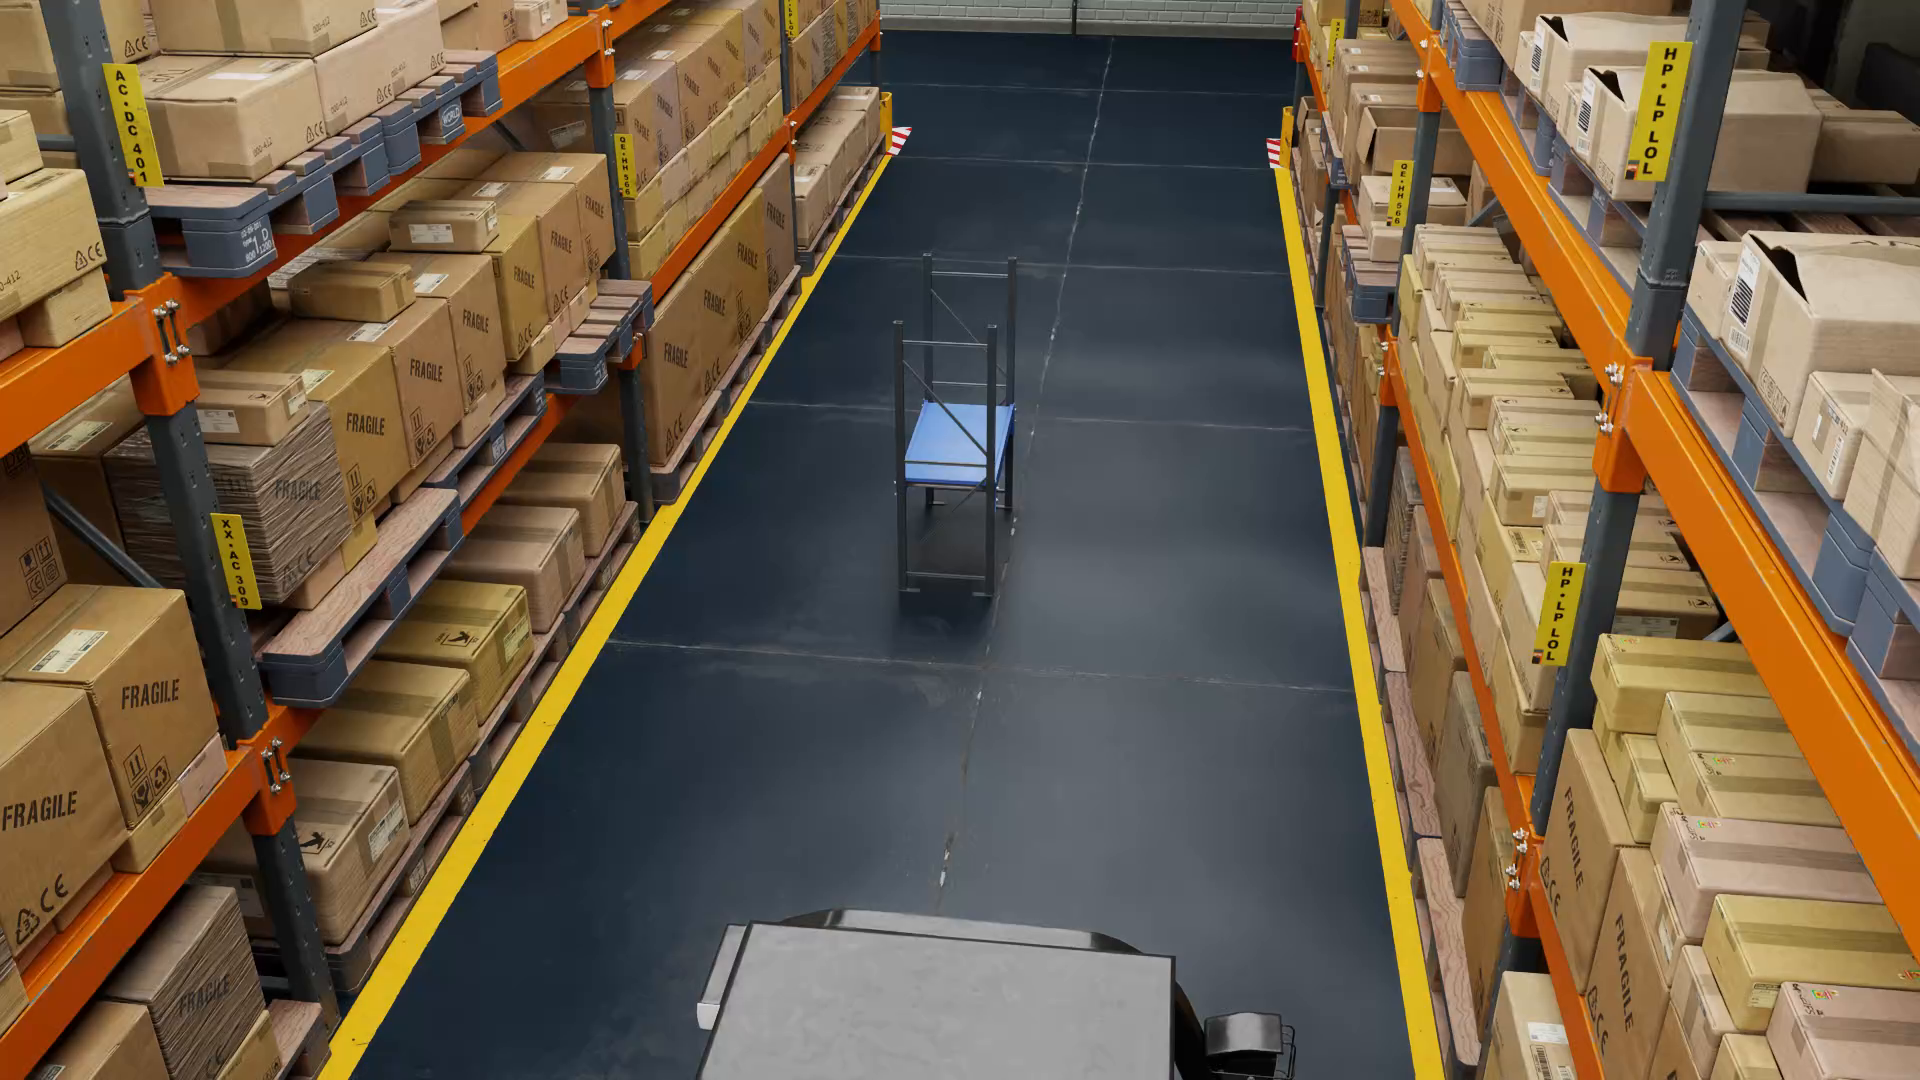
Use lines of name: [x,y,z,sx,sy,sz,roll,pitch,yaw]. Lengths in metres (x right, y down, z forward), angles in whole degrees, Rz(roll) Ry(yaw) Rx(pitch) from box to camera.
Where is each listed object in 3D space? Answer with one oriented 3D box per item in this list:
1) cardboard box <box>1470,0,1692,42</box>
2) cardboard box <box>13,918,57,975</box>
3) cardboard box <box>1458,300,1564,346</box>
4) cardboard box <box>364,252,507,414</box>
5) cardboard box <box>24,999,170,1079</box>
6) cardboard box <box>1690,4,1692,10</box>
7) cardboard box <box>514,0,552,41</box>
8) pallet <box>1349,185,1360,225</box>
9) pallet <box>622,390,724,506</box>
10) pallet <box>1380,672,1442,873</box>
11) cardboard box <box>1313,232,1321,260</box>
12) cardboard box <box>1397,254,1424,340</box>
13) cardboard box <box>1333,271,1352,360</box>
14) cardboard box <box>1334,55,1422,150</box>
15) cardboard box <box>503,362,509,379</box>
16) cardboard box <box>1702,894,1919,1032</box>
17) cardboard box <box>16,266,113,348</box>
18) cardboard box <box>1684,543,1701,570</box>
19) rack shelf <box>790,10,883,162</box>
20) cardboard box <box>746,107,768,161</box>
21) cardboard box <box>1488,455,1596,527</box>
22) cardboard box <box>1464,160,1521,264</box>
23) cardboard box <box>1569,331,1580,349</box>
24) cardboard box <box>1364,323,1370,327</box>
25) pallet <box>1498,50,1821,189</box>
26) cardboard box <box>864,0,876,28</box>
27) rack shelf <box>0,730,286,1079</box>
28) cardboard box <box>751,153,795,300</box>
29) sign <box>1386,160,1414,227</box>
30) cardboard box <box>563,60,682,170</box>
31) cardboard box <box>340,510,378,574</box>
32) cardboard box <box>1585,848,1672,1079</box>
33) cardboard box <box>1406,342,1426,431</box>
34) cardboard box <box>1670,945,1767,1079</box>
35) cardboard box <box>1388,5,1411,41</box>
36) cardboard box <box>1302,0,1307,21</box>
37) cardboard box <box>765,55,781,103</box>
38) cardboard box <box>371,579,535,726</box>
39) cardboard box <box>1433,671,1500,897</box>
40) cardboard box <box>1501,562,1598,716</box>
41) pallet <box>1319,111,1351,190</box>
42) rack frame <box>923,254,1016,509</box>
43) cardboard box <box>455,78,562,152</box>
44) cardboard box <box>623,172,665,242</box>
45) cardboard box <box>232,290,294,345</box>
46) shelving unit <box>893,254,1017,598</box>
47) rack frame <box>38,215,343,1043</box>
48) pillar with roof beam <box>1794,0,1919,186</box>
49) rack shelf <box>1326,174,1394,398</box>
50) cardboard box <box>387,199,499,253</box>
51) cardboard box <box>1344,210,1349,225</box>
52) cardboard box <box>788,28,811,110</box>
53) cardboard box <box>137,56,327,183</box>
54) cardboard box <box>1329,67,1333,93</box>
cardboard box: [2.384,-2.199,6.354,0.700,0.500,0.500,3,28,5]
cardboard box: [-2.654,1.052,4.399,0.380,0.149,0.250,3,28,5]
cardboard box: [2.288,-0.881,6.933,0.380,0.149,0.250,4,29,7]
cardboard box: [-2.210,-0.854,6.811,0.500,0.500,0.500,2,28,4]
cardboard box: [-2.606,1.649,4.692,0.500,0.500,0.500,4,29,7]
cardboard box: [2.843,-2.304,6.811,0.500,0.250,0.500,3,28,6]
cardboard box: [-2.102,-2.395,7.635,0.380,0.149,0.250,3,28,6]
pallet: [2.911,-2.007,10.016,1.003,0.211,1.213,3,28,6]
pallet: [-2.078,-0.602,10.145,1.003,0.211,1.213,3,28,6]
pallet: [2.386,1.009,7.154,1.003,0.211,1.213,3,28,6]
cardboard box: [2.944,-2.268,12.860,0.380,0.149,0.250,3,28,5]
cardboard box: [2.356,-1.137,7.829,0.500,0.250,0.500,3,28,6]
cardboard box: [2.764,-1.443,10.958,0.500,0.500,0.500,3,28,5]
cardboard box: [2.823,-2.829,10.791,0.700,0.500,0.500,4,29,7]
cardboard box: [-2.218,-0.758,7.317,0.380,0.149,0.250,4,29,7]
cardboard box: [1.750,0.867,3.375,0.380,0.149,0.250,3,28,5]
cardboard box: [-2.475,-0.623,4.347,0.380,0.149,0.250,3,29,6]
cardboard box: [2.575,0.093,5.546,0.500,0.250,0.500,3,28,6]
rack shelf: [-1.514,-3.970,14.216,1.077,0.370,4.000,3,28,6]
cardboard box: [-1.628,-2.814,11.469,0.500,0.250,0.500,3,28,5]
cardboard box: [2.005,-0.163,5.600,0.380,0.149,0.250,2,28,5]
cardboard box: [2.895,-1.638,8.580,0.500,0.500,0.500,5,29,9]
cardboard box: [2.755,-0.855,6.884,0.380,0.149,0.250,3,28,6]
cardboard box: [2.677,-1.416,10.224,0.380,0.149,0.250,2,28,4]
pallet: [2.549,-1.562,6.024,1.003,0.211,1.213,5,29,9]
cardboard box: [-1.066,-5.030,15.319,0.500,0.500,0.500,4,29,6]
rack shelf: [-2.985,1.678,3.731,1.077,0.370,4.000,3,28,6]
cardboard box: [-1.756,-2.299,12.151,0.875,0.875,0.875,4,29,8]
sign: [2.137,-1.678,8.065,0.100,0.325,0.005,3,28,6]
cardboard box: [-1.895,-2.399,9.381,0.500,0.500,0.500,3,29,6]
cardboard box: [-2.319,-0.013,5.934,0.380,0.149,0.250,4,29,7]
cardboard box: [1.826,1.103,3.935,0.500,0.500,0.500,4,29,7]
cardboard box: [2.314,-0.679,7.506,0.500,0.250,0.500,3,28,5]
cardboard box: [1.715,0.993,3.454,0.380,0.149,0.250,3,28,6]
cardboard box: [3.614,-4.139,12.825,0.500,0.500,0.500,3,28,5]
cardboard box: [3.334,-4.809,14.858,0.500,0.250,0.500,4,29,6]
cardboard box: [-1.572,-3.278,11.803,0.500,0.250,0.500,3,28,6]
cardboard box: [-2.510,0.479,7.526,0.950,0.372,0.625,4,29,8]
cardboard box: [2.343,0.956,6.373,0.875,0.625,0.625,3,28,6]
cardboard box: [1.994,0.307,5.149,0.500,0.250,0.500,3,28,5]
pallet: [2.961,-2.605,11.124,1.003,0.211,1.213,3,28,6]
rack frame: [0.052,-0.859,9.264,0.500,1.500,0.032,3,28,6]
cardboard box: [-2.446,-2.206,9.022,0.500,0.500,0.500,3,28,5]
cardboard box: [-1.942,-1.841,9.136,0.500,0.250,0.500,3,28,6]
cardboard box: [-2.782,-0.647,6.426,0.500,0.500,0.500,4,29,8]
shelving unit: [-0.010,-0.620,8.820,0.538,1.500,1.048,3,28,6]
rack frame: [-2.740,0.420,5.308,1.000,3.000,0.127,3,28,6]
pillar with roof beam: [-0.861,-3.401,6.075,9.100,9.000,0.400,3,28,6]
rack shelf: [2.922,-1.801,10.188,1.077,0.370,4.000,3,28,6]
cardboard box: [-2.170,-1.322,6.995,0.380,0.149,0.250,2,28,4]
cardboard box: [2.875,-2.281,11.517,0.380,0.149,0.250,2,28,4]
cardboard box: [-1.442,-3.595,12.655,0.500,0.500,0.500,4,29,8]
cardboard box: [-2.270,-1.271,4.999,0.500,0.250,0.500,3,28,5]
cardboard box: [2.988,-3.378,12.202,0.500,0.250,0.500,4,29,7]
